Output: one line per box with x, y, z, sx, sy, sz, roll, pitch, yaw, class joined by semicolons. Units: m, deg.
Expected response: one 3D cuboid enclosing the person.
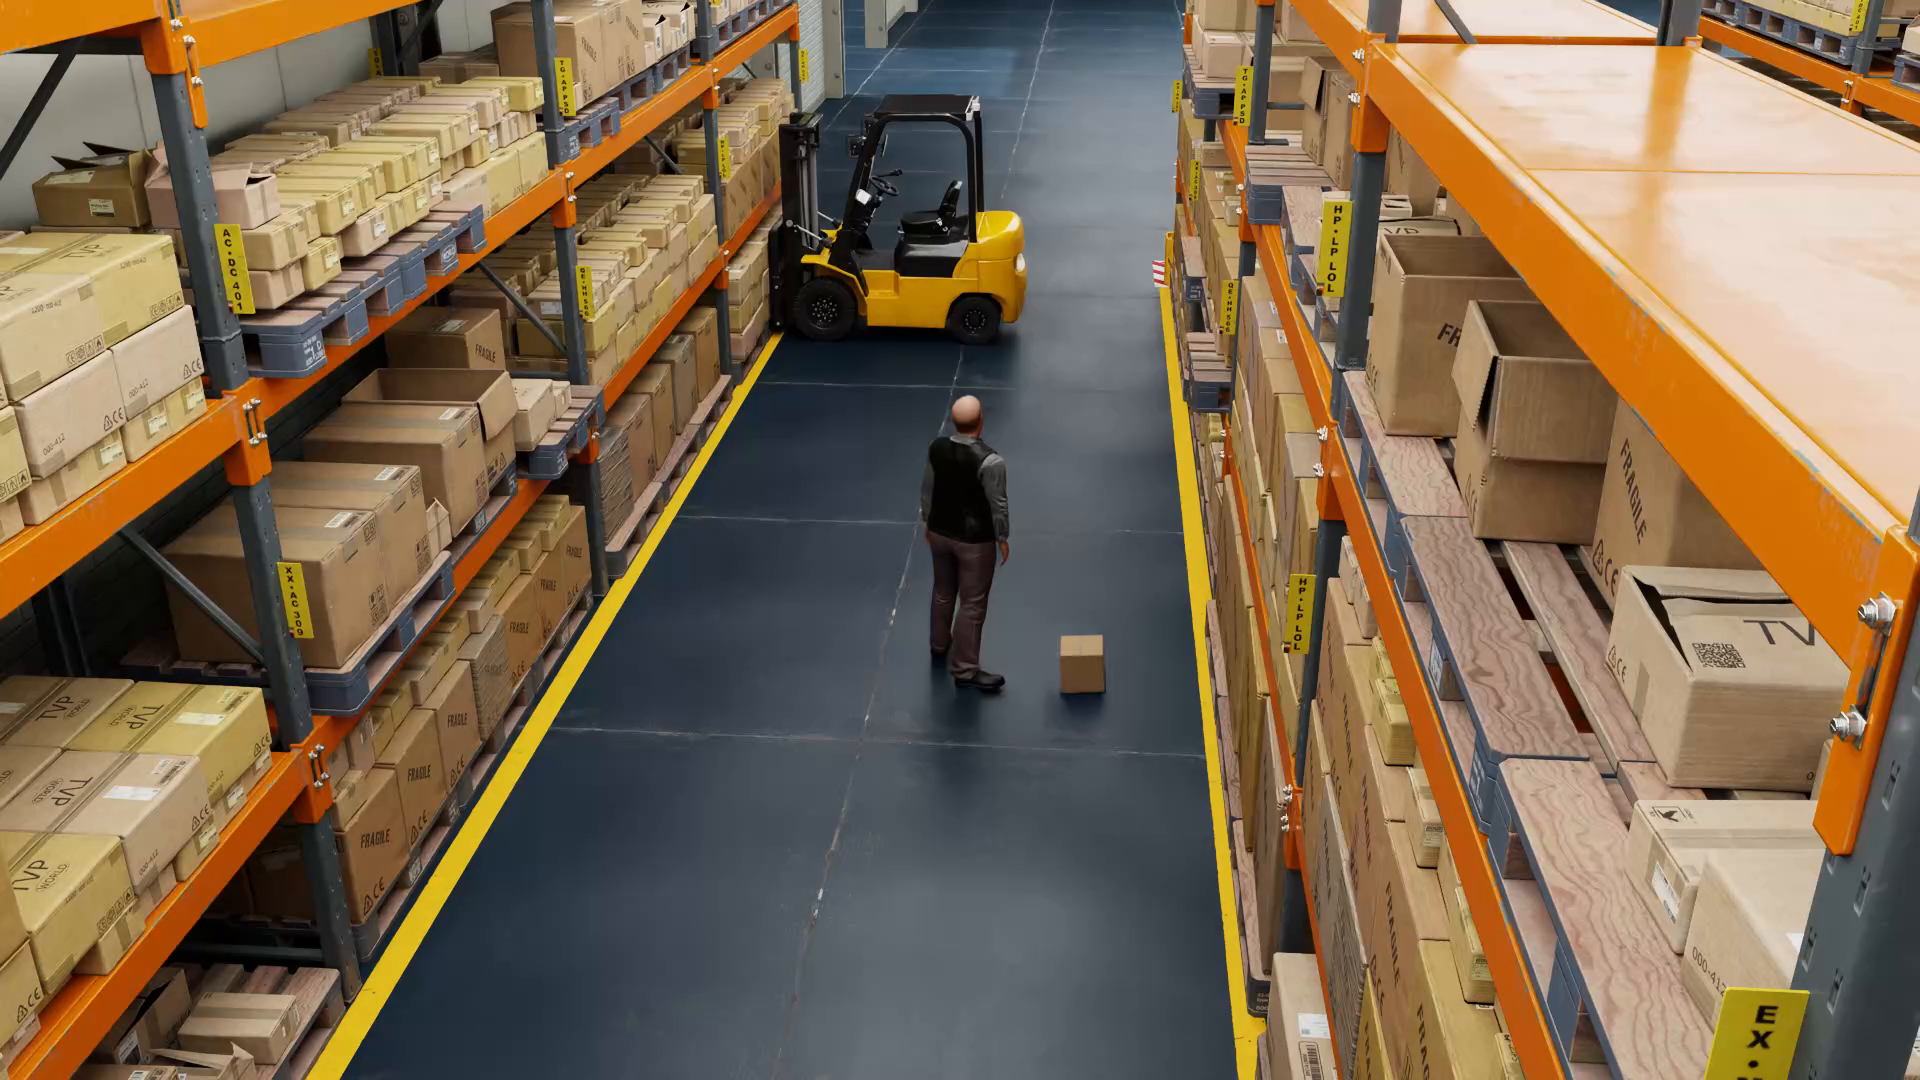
0.018;-0.024;9.635;0.689;1.717;0.488;18;30;34;person
